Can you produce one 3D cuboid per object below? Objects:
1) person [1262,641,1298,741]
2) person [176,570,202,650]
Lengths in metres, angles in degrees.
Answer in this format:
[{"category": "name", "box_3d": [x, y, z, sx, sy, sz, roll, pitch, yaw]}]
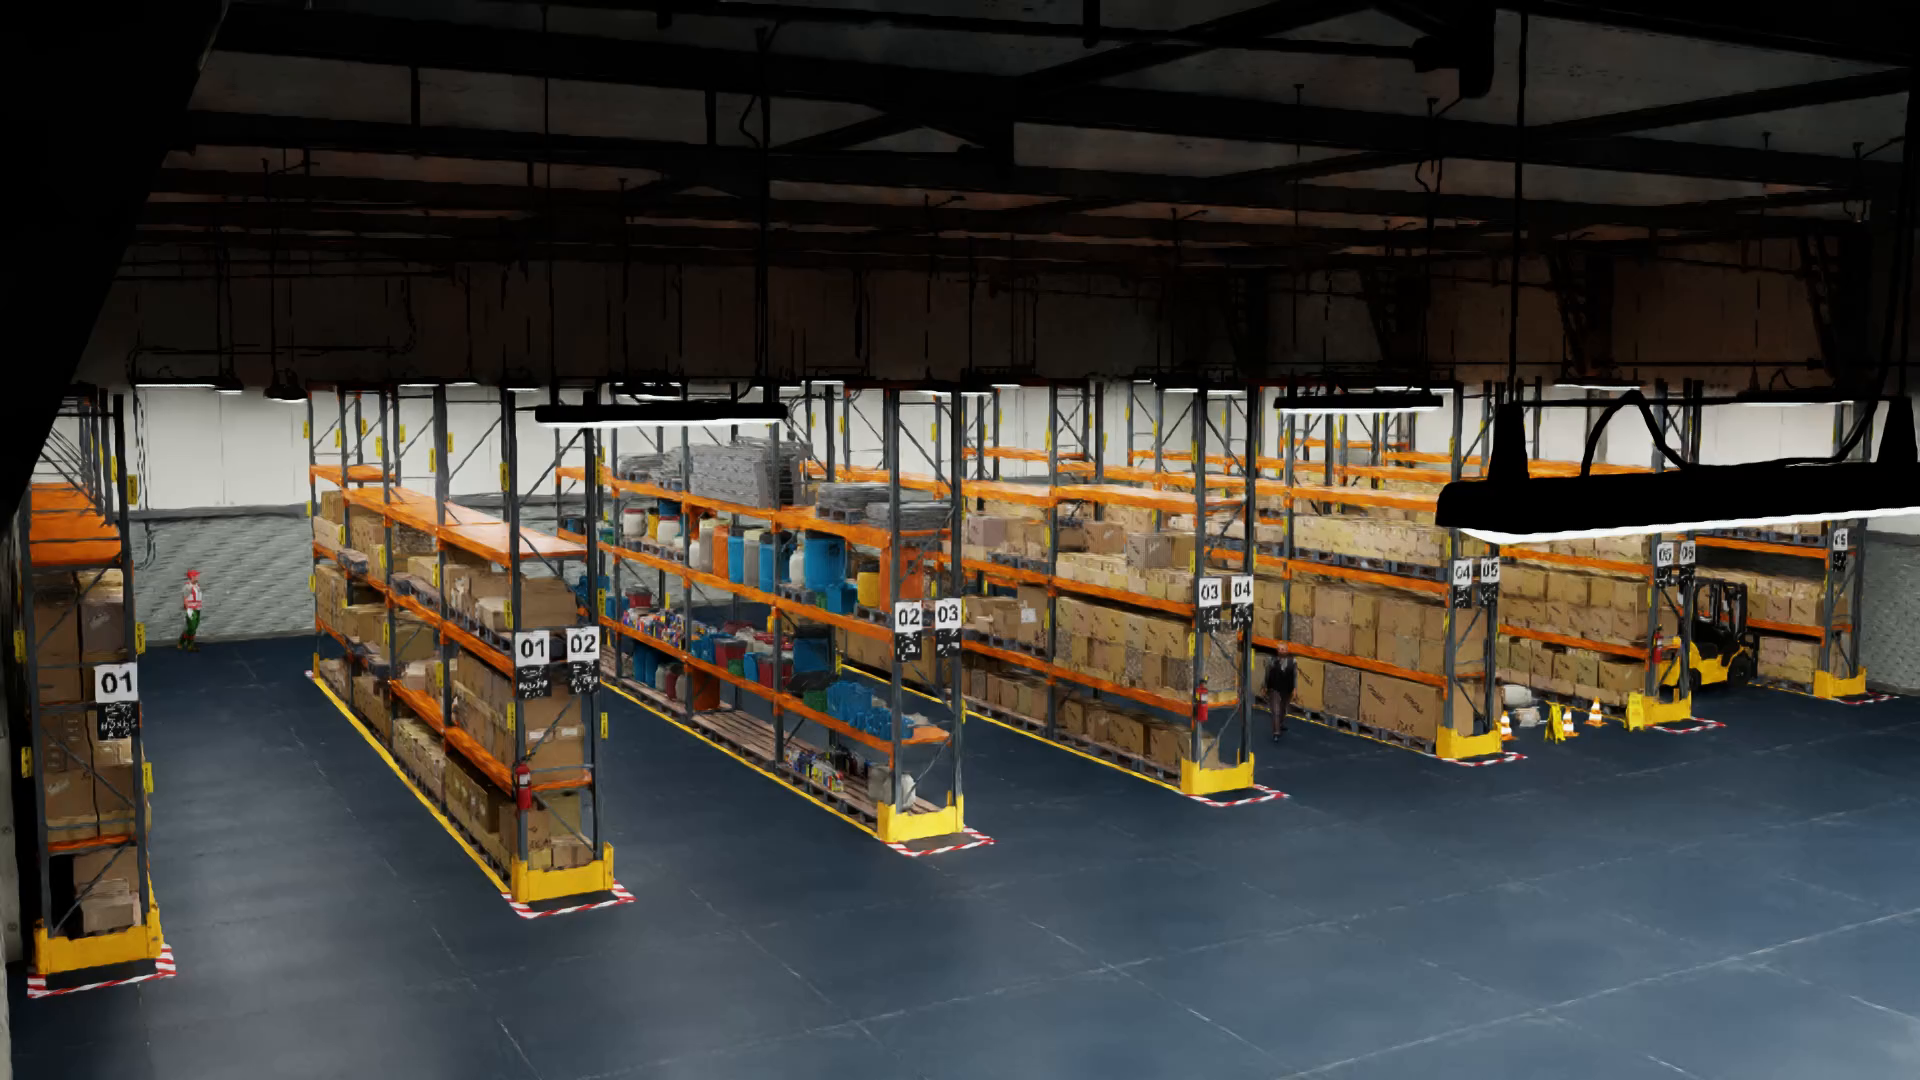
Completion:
[{"category": "person", "box_3d": [5.414, 2.521, 28.110, 0.574, 1.669, 0.955, -1, 6, -8]}, {"category": "person", "box_3d": [-16.969, 1.545, 36.592, 0.460, 1.780, 0.704, 0, 6, 5]}]
